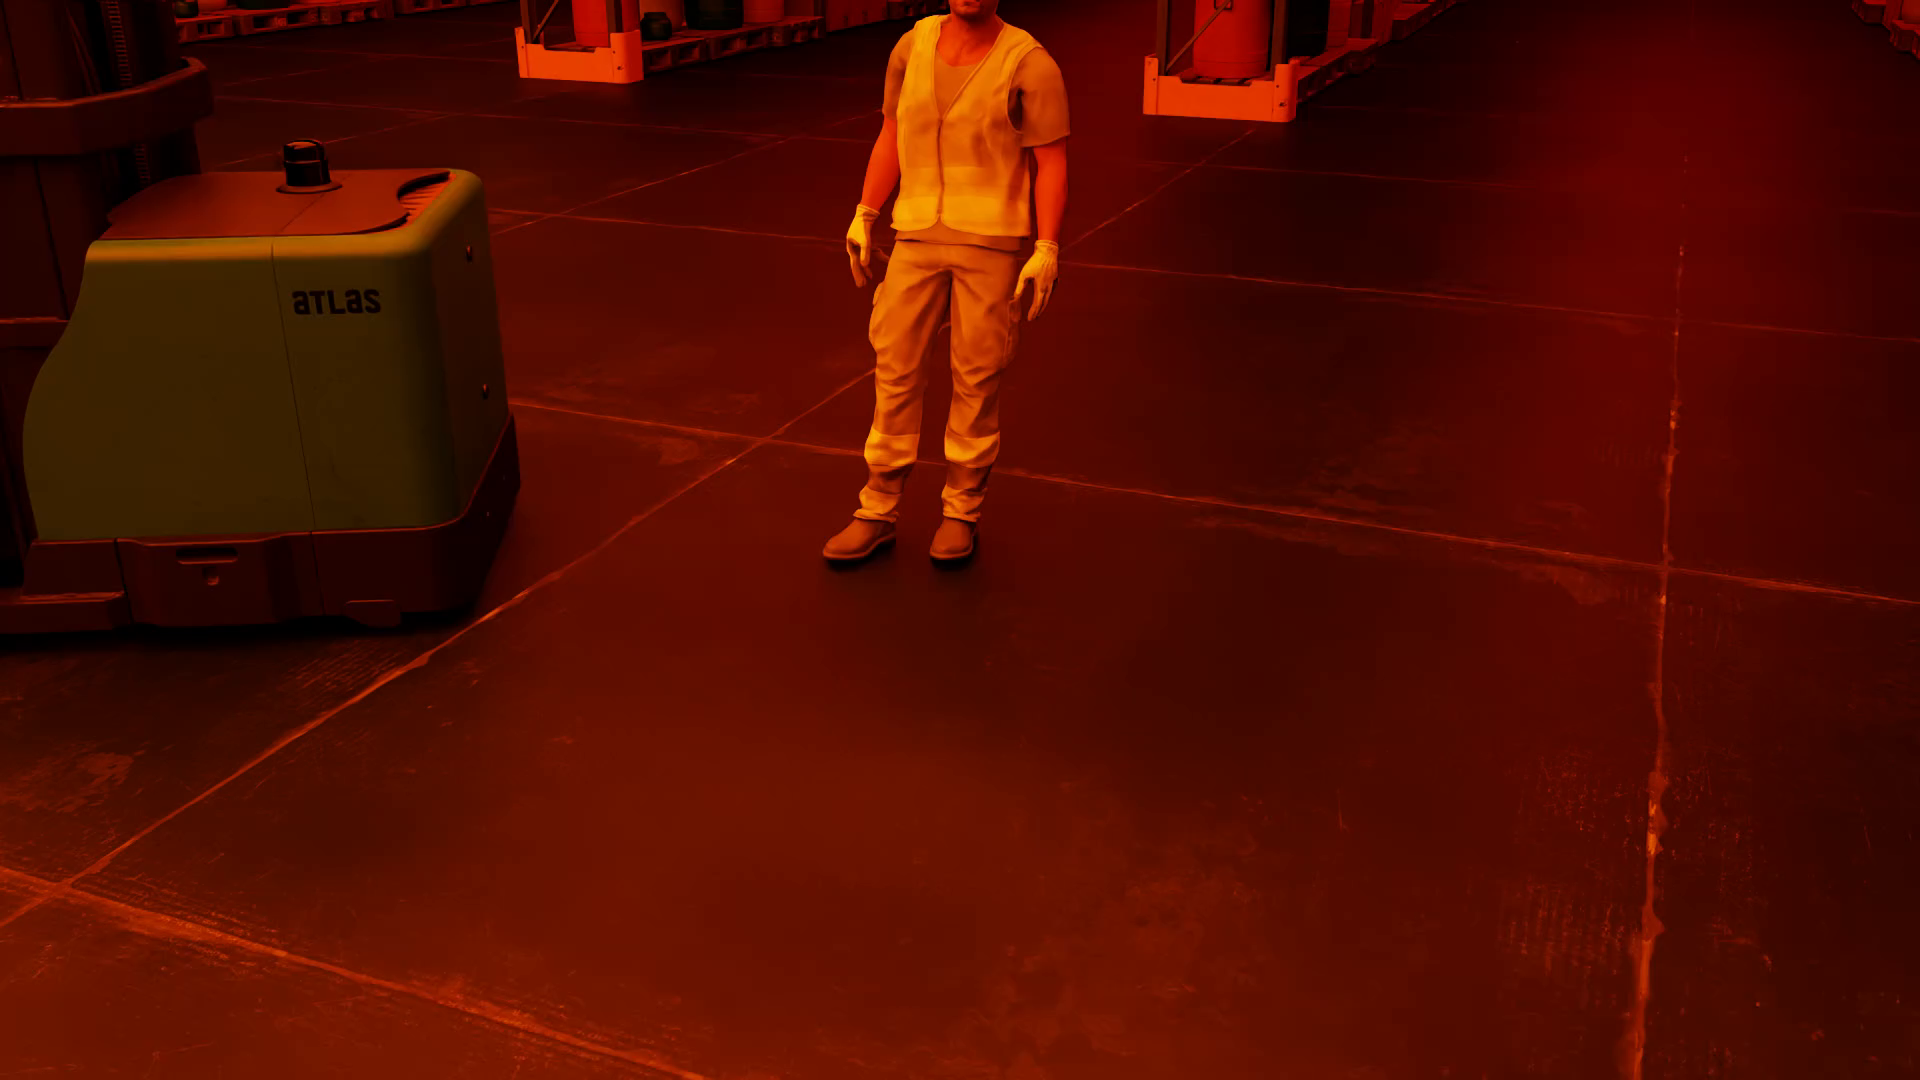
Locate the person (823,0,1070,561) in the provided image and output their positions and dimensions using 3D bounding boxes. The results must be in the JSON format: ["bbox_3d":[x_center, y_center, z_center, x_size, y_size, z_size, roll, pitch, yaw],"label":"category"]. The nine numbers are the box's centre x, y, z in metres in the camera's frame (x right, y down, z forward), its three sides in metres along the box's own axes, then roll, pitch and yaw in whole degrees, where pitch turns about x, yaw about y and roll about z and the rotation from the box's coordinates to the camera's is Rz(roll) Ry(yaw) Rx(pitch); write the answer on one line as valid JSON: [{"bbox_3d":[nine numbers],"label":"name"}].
[{"bbox_3d":[-0.042,-0.806,4.681,0.637,1.787,0.564,9,24,21],"label":"person"}]

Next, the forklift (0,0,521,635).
[{"bbox_3d":[-2.872,-1.241,4.262,3.031,2.935,1.130,-2,23,-5],"label":"forklift"}]
